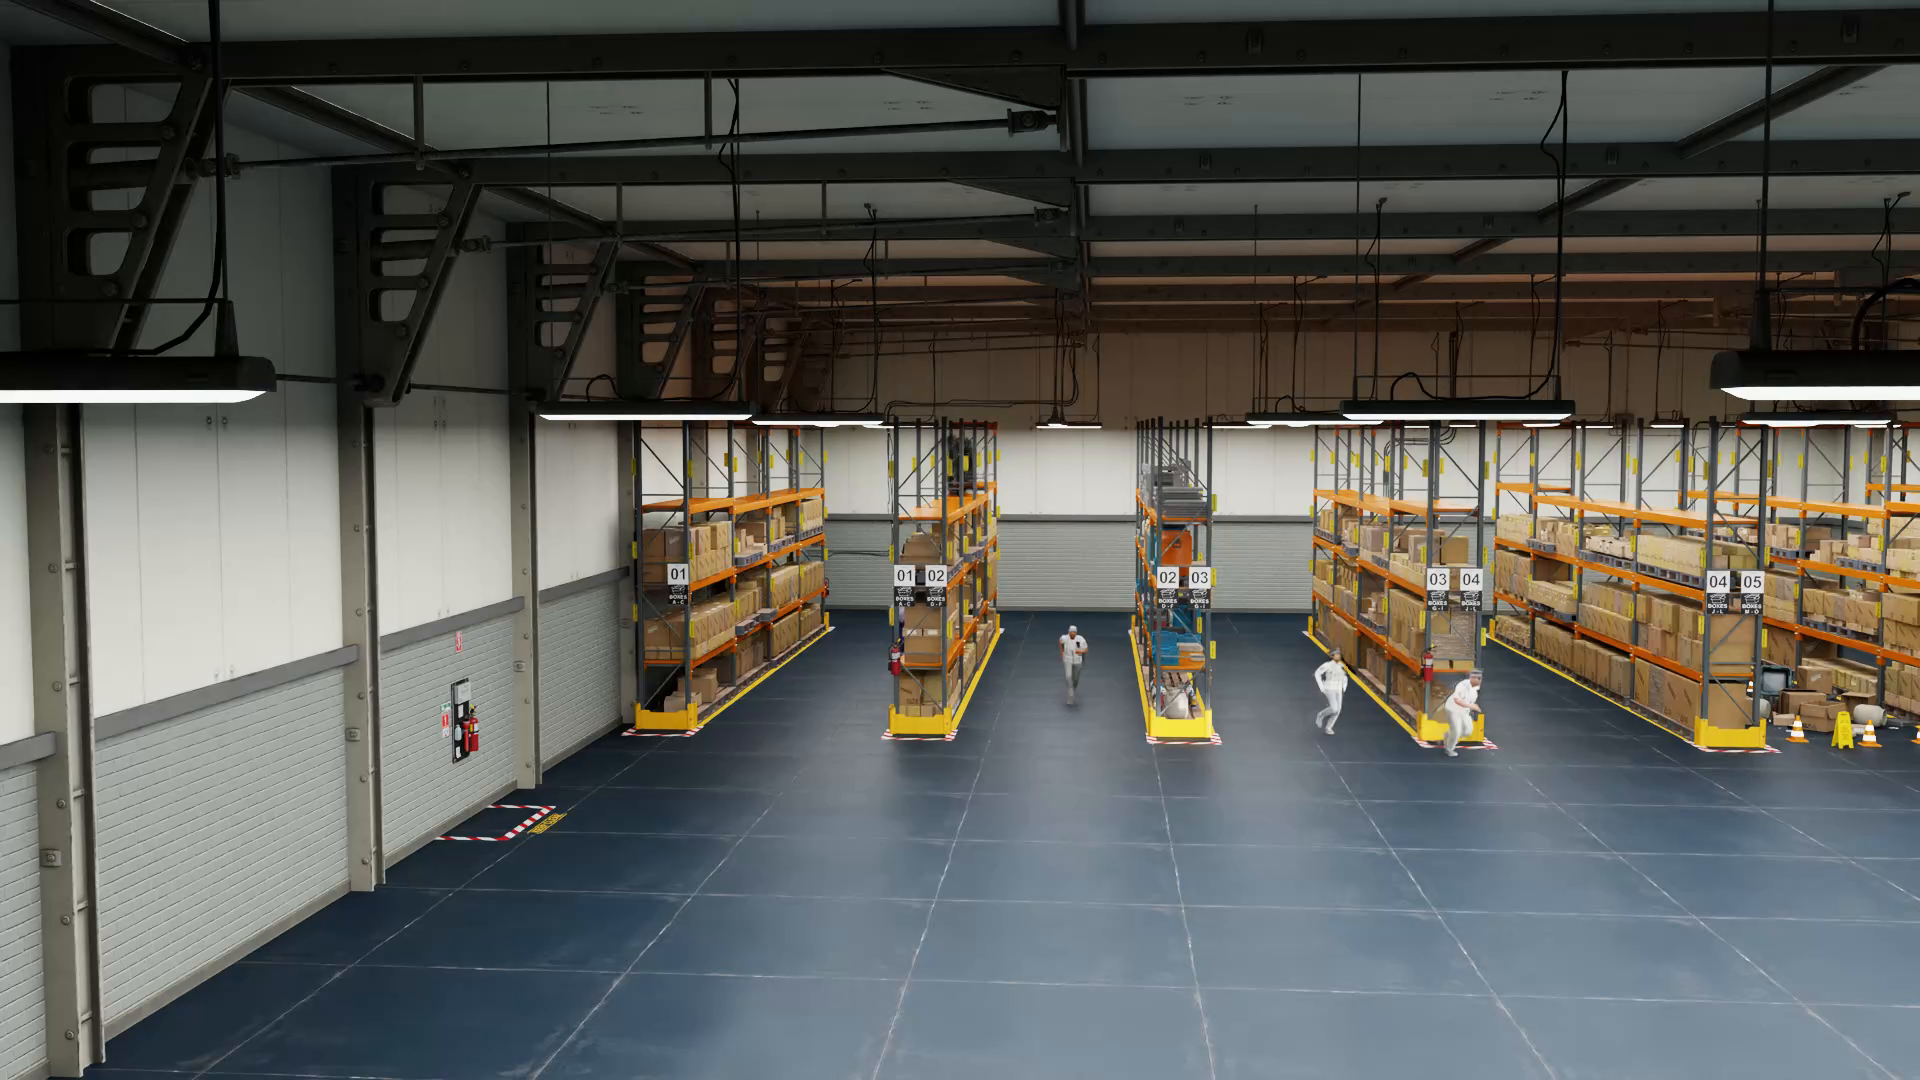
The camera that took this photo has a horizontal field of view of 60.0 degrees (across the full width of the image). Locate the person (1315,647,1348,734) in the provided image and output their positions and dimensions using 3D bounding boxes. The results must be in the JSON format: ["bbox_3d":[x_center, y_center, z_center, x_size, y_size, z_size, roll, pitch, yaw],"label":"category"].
[{"bbox_3d":[7.100,2.852,31.569,0.673,1.632,0.507,-2,4,-29],"label":"person"}]

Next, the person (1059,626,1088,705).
[{"bbox_3d":[2.395,2.622,35.212,0.604,1.680,0.962,0,4,0],"label":"person"}]

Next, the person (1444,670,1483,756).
[{"bbox_3d":[8.890,3.029,29.216,0.688,1.566,0.808,-3,5,-35],"label":"person"}]

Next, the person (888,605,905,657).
[{"bbox_3d":[-1.509,2.193,41.843,0.595,1.601,0.561,0,4,1],"label":"person"}]
